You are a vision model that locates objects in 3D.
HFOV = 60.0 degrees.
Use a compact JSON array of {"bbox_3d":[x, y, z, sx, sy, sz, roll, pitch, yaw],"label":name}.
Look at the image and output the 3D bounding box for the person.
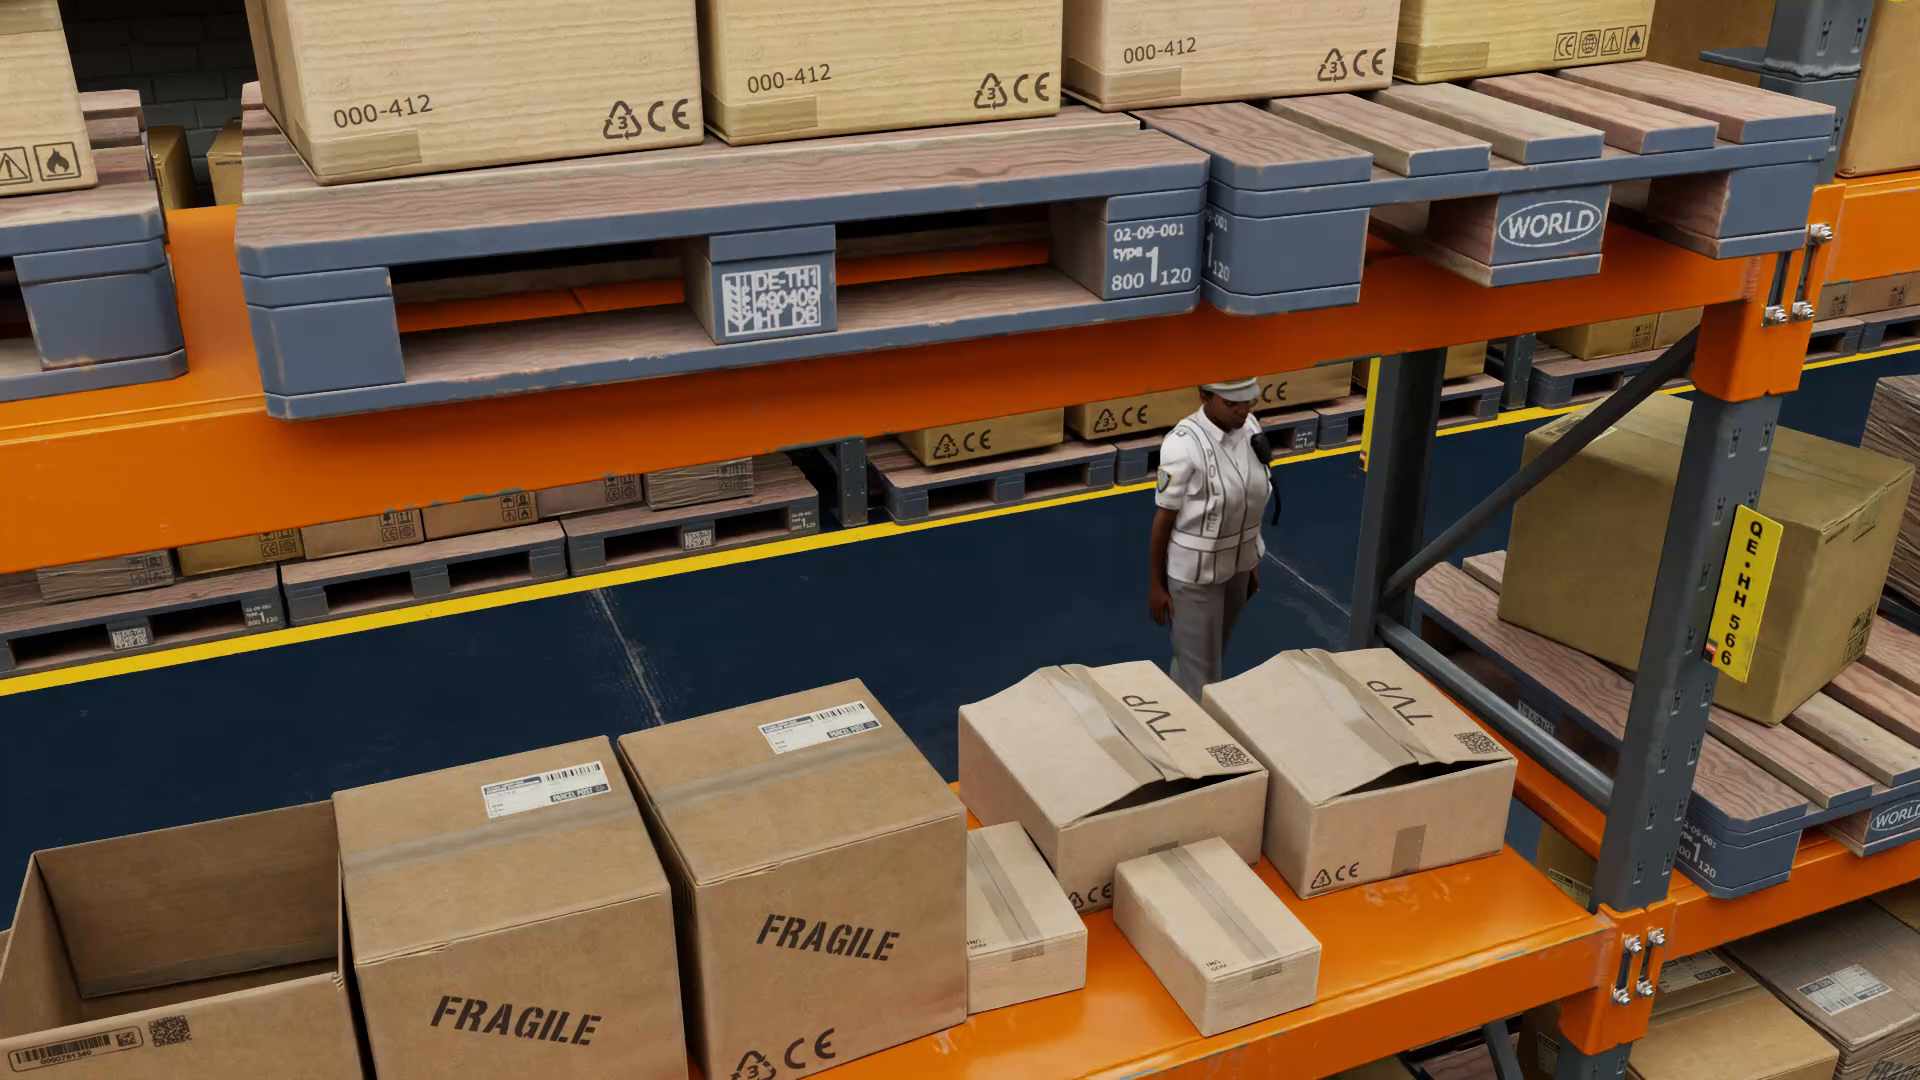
[{"bbox_3d":[0.948,0.145,5.787,0.459,1.662,0.626,-21,33,-36],"label":"person"}]
